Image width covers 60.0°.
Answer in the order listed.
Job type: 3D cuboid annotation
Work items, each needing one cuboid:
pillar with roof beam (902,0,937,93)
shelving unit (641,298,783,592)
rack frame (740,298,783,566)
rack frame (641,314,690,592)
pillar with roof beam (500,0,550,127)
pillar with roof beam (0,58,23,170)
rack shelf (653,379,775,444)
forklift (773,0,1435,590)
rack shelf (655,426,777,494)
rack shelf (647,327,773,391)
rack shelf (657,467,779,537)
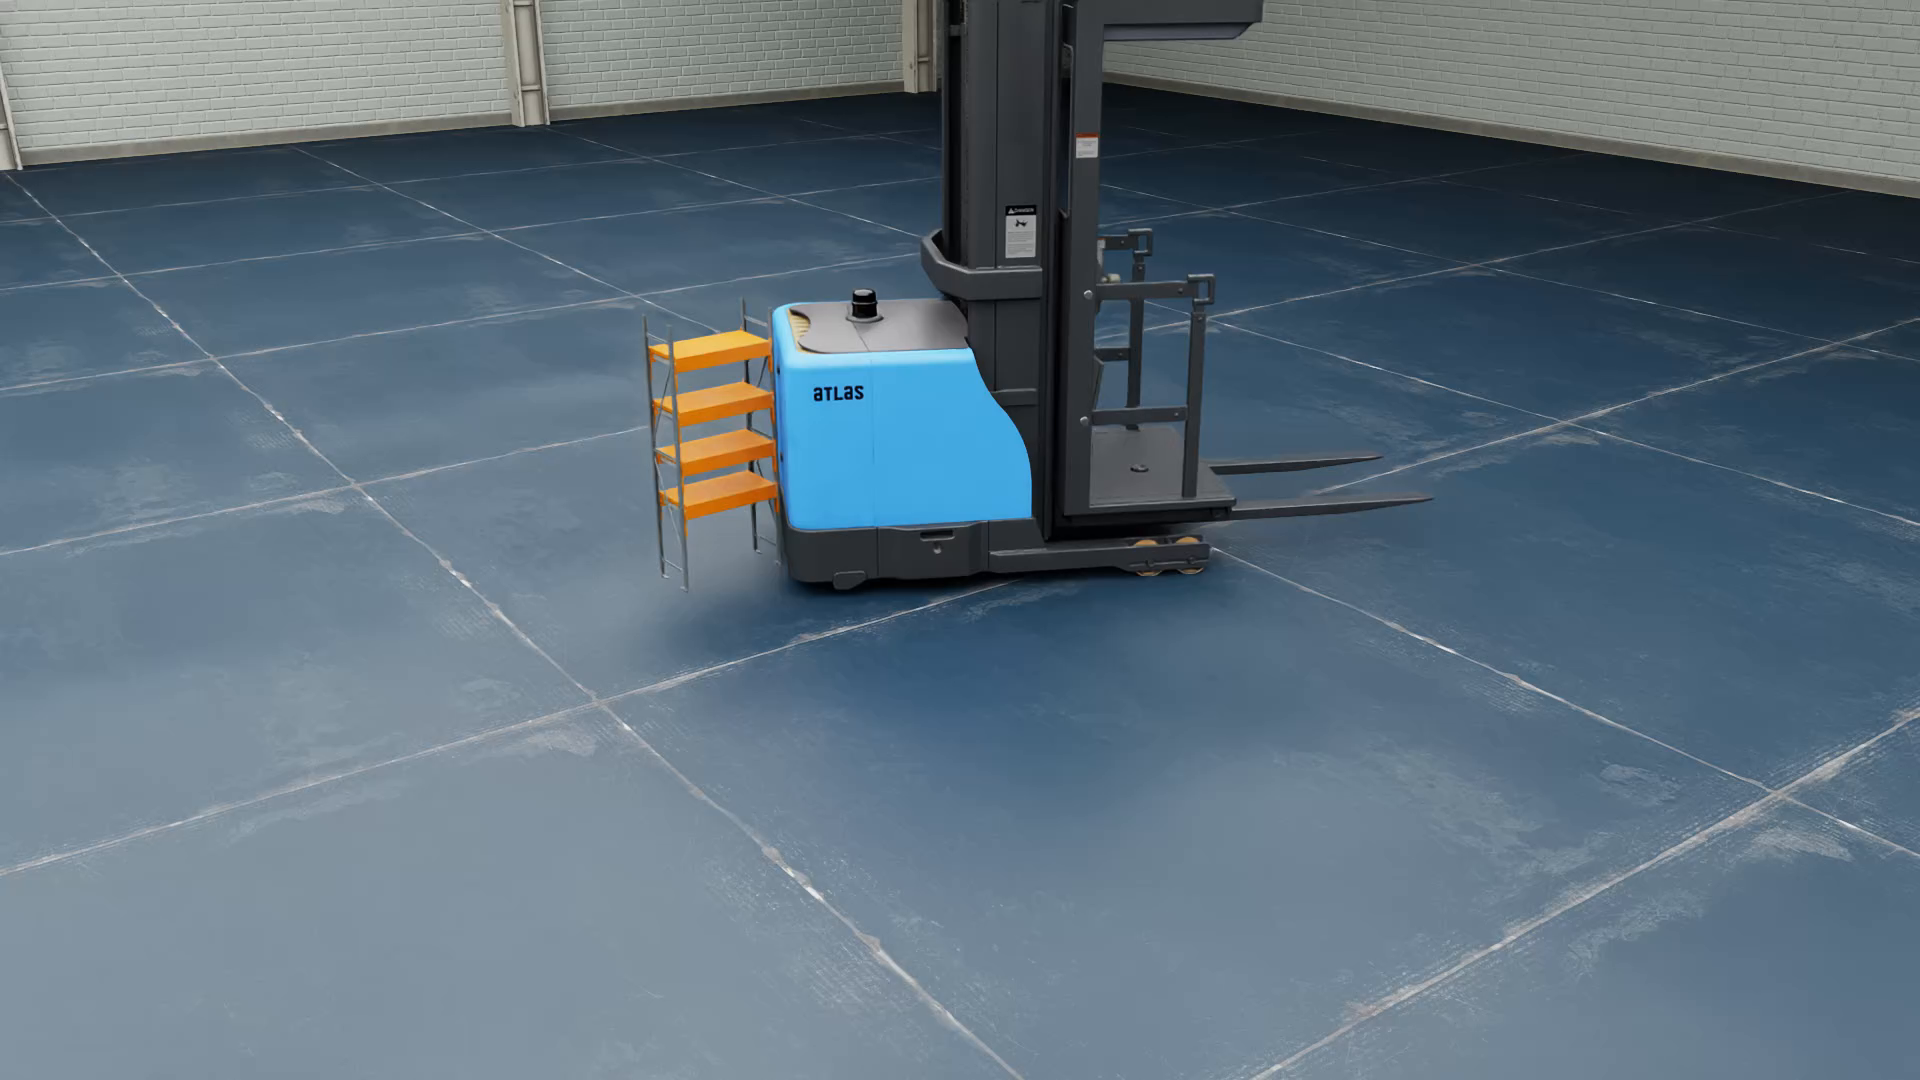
[{"bbox_3d":[1.929,-9.472,19.492,0.400,9.000,9.100,-15,26,-33],"label":"pillar with roof beam"},{"bbox_3d":[-1.081,-0.420,7.331,0.503,1.200,0.258,-16,27,-35],"label":"shelving unit"},{"bbox_3d":[-0.890,-0.477,7.472,0.015,1.200,0.240,-16,27,-35],"label":"rack frame"},{"bbox_3d":[-1.272,-0.364,7.190,0.015,1.200,0.240,-16,27,-35],"label":"rack frame"},{"bbox_3d":[-2.942,-8.173,16.237,0.400,9.000,9.100,-15,26,-33],"label":"pillar with roof beam"},{"bbox_3d":[-7.812,-6.875,12.983,0.400,9.000,9.100,-15,26,-33],"label":"pillar with roof beam"},{"bbox_3d":[-1.081,-0.566,7.273,0.480,0.148,0.258,-16,27,-35],"label":"rack shelf"},{"bbox_3d":[0.679,-1.384,7.410,3.031,2.935,1.130,-3,22,-9],"label":"forklift"},{"bbox_3d":[-1.081,-0.358,7.356,0.480,0.148,0.258,-16,27,-35],"label":"rack shelf"},{"bbox_3d":[-1.081,-0.785,7.185,0.480,0.148,0.258,-16,27,-35],"label":"rack shelf"},{"bbox_3d":[-1.081,-0.173,7.429,0.480,0.148,0.258,-16,27,-35],"label":"rack shelf"}]
